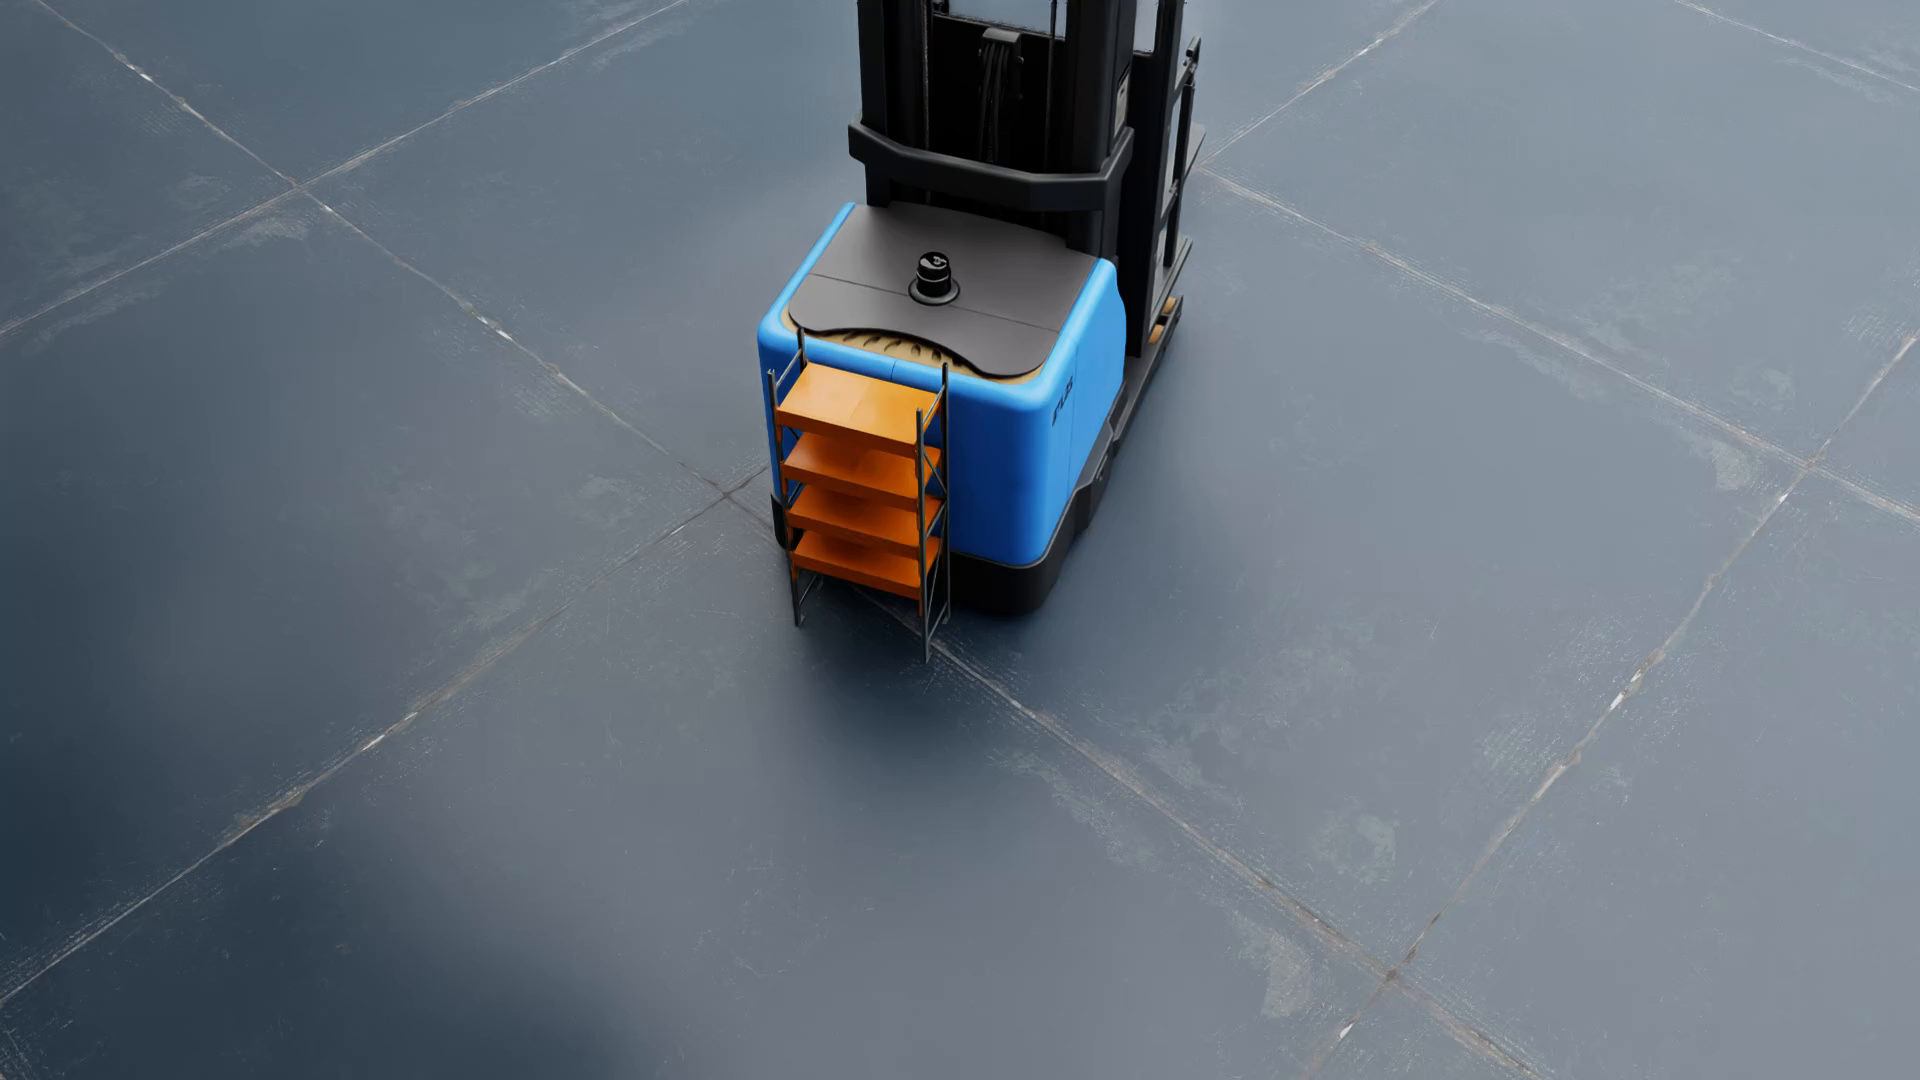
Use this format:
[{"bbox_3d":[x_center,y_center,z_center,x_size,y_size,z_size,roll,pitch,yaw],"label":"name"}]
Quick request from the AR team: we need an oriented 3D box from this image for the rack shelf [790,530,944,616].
[{"bbox_3d":[-0.312,0.063,5.732,0.480,0.148,0.258,15,49,14],"label":"rack shelf"}]

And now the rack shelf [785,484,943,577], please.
[{"bbox_3d":[-0.312,-0.072,5.587,0.480,0.148,0.258,15,49,14],"label":"rack shelf"}]

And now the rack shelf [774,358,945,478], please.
[{"bbox_3d":[-0.313,-0.387,5.251,0.480,0.148,0.258,15,49,14],"label":"rack shelf"}]

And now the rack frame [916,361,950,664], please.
[{"bbox_3d":[-0.084,-0.057,5.480,0.015,1.200,0.240,15,49,14],"label":"rack frame"}]

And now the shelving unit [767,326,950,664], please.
[{"bbox_3d":[-0.312,-0.118,5.538,0.503,1.200,0.258,15,49,14],"label":"shelving unit"}]

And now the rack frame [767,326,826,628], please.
[{"bbox_3d":[-0.541,-0.180,5.596,0.015,1.200,0.240,15,49,14],"label":"rack frame"}]

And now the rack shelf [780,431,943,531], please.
[{"bbox_3d":[-0.313,-0.225,5.424,0.480,0.148,0.258,15,49,14],"label":"rack shelf"}]

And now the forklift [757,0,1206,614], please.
[{"bbox_3d":[0.302,-1.838,5.965,1.130,2.935,3.031,15,49,14],"label":"forklift"}]
